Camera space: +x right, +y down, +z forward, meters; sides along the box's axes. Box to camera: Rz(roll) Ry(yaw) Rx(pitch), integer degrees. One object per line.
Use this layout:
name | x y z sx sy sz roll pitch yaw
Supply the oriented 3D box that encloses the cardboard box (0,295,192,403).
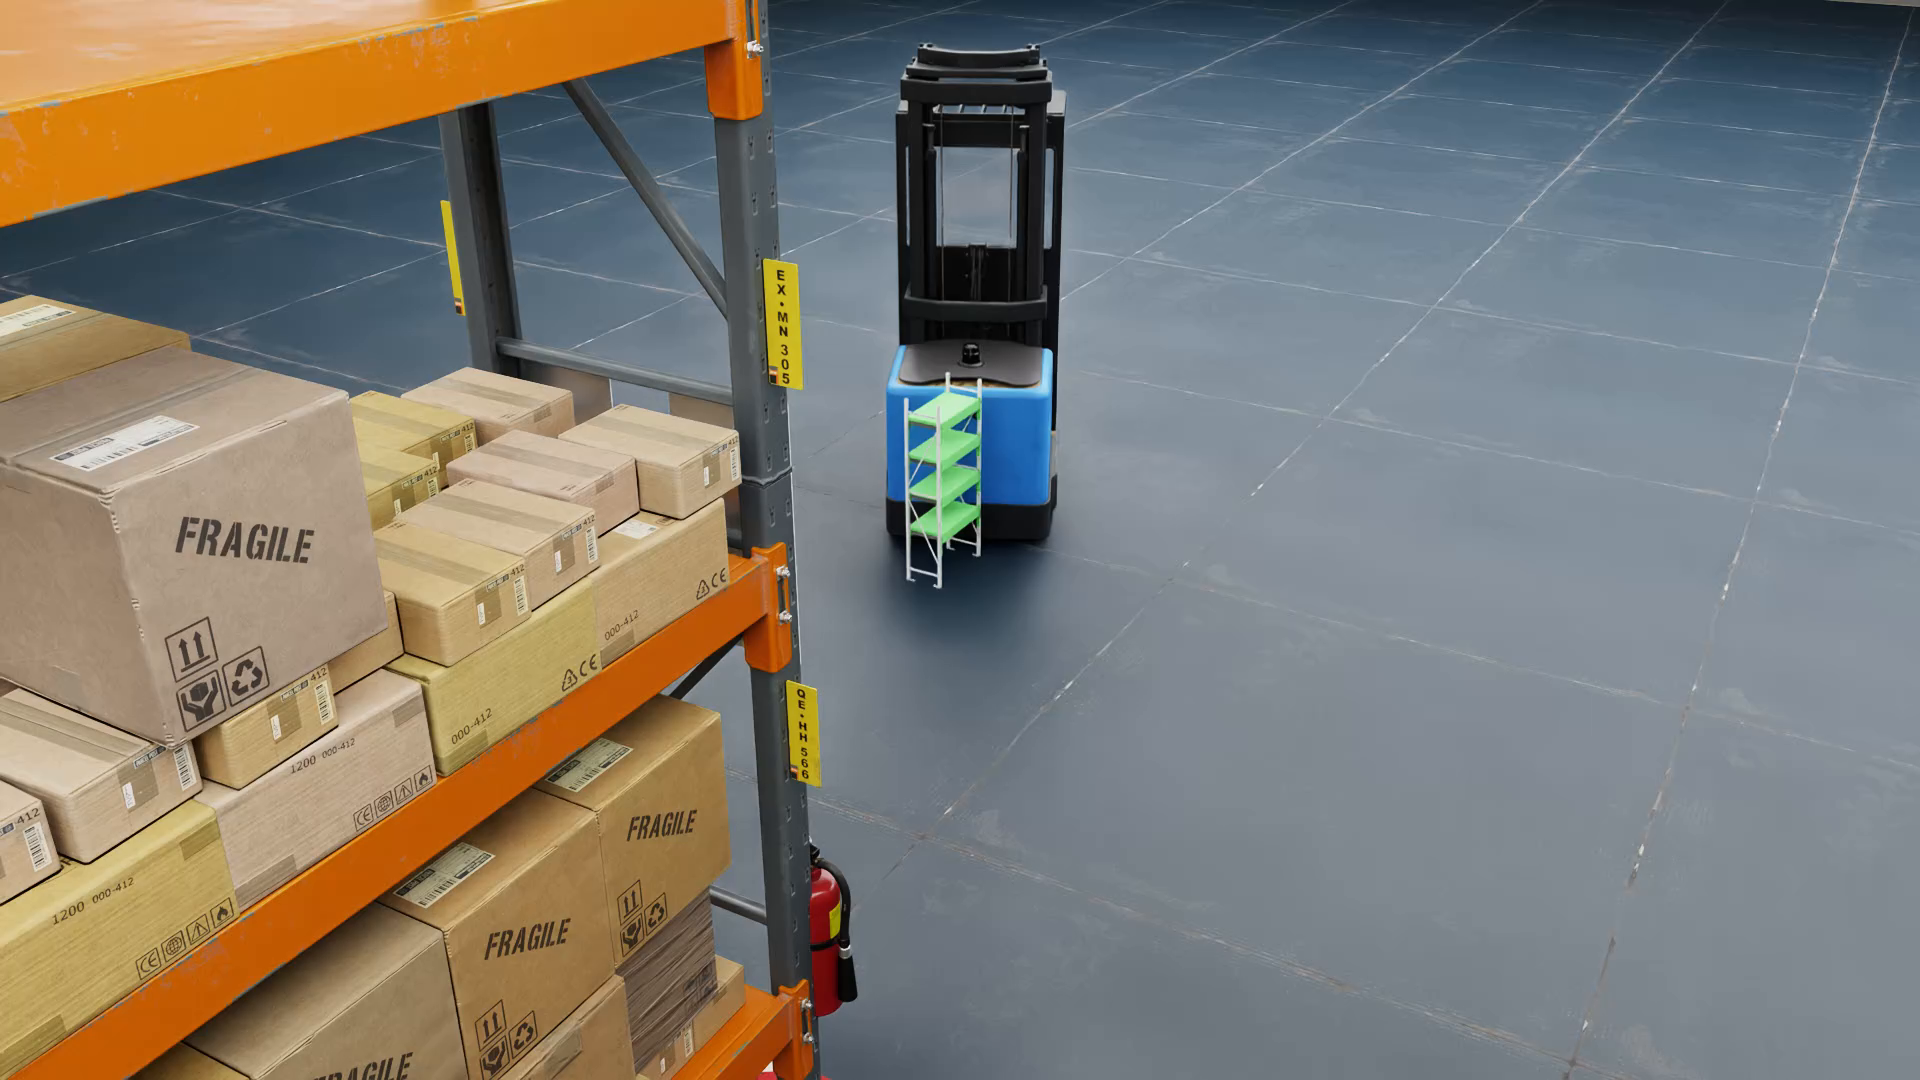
cardboard box | -1.877 -0.149 3.343 0.500 0.500 0.500 14 30 26

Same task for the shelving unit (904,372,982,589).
shelving unit | -0.099 -0.360 10.129 0.258 1.200 0.503 14 30 26

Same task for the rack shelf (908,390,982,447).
rack shelf | -0.099 -0.732 9.943 0.258 0.148 0.480 14 30 26

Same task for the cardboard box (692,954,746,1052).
cardboard box | -0.872 1.343 4.996 0.380 0.149 0.250 14 30 26

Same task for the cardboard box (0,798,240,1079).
cardboard box | -1.673 0.634 2.948 0.500 0.250 0.500 14 30 25

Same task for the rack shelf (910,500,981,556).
rack shelf | -0.099 -0.088 10.265 0.258 0.148 0.480 14 30 26

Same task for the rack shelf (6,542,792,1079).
rack shelf | -1.895 0.834 3.185 1.077 0.370 4.000 14 30 26

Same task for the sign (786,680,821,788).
sign | -0.438 0.546 4.663 0.100 0.325 0.005 14 30 26

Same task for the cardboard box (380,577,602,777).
cardboard box | -1.170 0.239 3.737 0.500 0.250 0.500 14 30 26

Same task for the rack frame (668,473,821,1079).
rack frame | -0.911 1.075 5.252 1.000 3.000 0.127 14 30 26

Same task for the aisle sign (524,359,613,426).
aisle sign | -1.142 -0.178 4.851 0.394 0.787 0.004 14 30 26

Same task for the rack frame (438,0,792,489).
rack frame | -0.911 -1.608 3.909 1.000 3.000 0.127 14 30 26

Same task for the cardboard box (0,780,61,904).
cardboard box | -1.745 0.498 2.776 0.380 0.149 0.250 15 30 27

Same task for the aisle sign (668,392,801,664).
aisle sign | -0.619 -0.046 4.587 0.394 0.787 0.004 14 30 26

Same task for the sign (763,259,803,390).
sign | -0.438 -0.533 4.123 0.100 0.325 0.005 14 30 26

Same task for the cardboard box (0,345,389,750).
cardboard box | -1.453 -0.008 3.062 0.500 0.500 0.500 14 30 26

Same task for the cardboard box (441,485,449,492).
cardboard box | -1.373 -0.069 4.353 0.500 0.250 0.500 15 30 28

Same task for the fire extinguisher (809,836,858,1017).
fire extinguisher | -0.454 1.166 5.156 0.296 0.674 0.183 14 30 26

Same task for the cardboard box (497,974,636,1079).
cardboard box | -1.347 1.326 4.305 0.875 0.500 0.500 14 30 26

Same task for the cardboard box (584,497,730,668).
cardboard box | -0.927 0.044 4.127 0.500 0.250 0.500 15 30 27

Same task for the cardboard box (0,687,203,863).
cardboard box | -1.598 0.401 2.969 0.380 0.149 0.250 13 29 24

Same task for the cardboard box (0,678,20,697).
cardboard box | -2.000 0.285 3.200 0.380 0.149 0.250 14 30 26

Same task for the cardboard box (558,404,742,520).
cardboard box | -0.776 -0.201 4.172 0.380 0.149 0.250 14 30 26

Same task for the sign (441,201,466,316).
sign | -1.384 -0.777 4.624 0.100 0.325 0.005 14 30 26

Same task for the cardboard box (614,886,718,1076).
cardboard box | -1.206 1.105 4.747 0.875 0.500 0.500 14 30 26

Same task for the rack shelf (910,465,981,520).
rack shelf | -0.099 -0.303 10.158 0.258 0.148 0.480 14 30 26

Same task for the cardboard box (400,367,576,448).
cardboard box | -1.248 -0.322 4.413 0.380 0.149 0.250 14 30 26

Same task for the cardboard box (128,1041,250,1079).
cardboard box | -1.709 1.302 3.237 0.500 0.500 0.500 14 30 26

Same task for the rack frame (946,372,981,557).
rack frame | 0.021 -0.455 10.319 0.240 1.200 0.015 14 30 26

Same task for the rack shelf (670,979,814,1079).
rack shelf | -1.895 2.176 3.856 1.077 0.370 4.000 14 30 26

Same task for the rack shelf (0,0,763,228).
rack shelf | -1.895 -0.505 2.514 1.077 0.370 4.000 14 30 26

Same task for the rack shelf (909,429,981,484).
rack shelf | -0.099 -0.518 10.050 0.258 0.148 0.480 14 30 26

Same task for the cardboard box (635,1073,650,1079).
cardboard box | -1.073 1.550 4.584 0.380 0.149 0.250 14 30 26

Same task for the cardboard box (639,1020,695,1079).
cardboard box | -0.995 1.441 4.802 0.380 0.149 0.250 14 30 26

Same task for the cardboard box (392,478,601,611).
cardboard box | -1.045 0.005 3.760 0.380 0.149 0.250 13 29 24

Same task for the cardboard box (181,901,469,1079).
cardboard box | -1.456 1.109 3.623 0.500 0.500 0.500 14 30 26

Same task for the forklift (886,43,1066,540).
forklift | 0.146 -1.937 11.344 1.130 2.935 3.031 2 27 4

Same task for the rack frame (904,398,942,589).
rack frame | -0.220 -0.265 9.939 0.240 1.200 0.015 14 30 26

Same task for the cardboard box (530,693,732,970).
cardboard box | -0.967 0.719 4.403 0.500 0.500 0.500 14 30 26

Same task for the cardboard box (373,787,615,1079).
cardboard box | -1.208 0.915 4.011 0.500 0.500 0.500 14 30 26

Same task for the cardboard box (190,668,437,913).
cardboard box | -1.430 0.437 3.342 0.500 0.250 0.500 15 30 27

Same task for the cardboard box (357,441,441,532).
cardboard box | -1.477 -0.116 4.002 0.380 0.149 0.250 14 30 25

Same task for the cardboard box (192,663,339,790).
cardboard box | -1.422 0.304 3.162 0.380 0.149 0.250 13 29 24

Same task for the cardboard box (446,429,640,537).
cardboard box | -1.006 -0.125 4.021 0.380 0.149 0.250 13 29 24

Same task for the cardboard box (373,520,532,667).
cardboard box | -1.148 0.108 3.554 0.380 0.149 0.250 14 30 26

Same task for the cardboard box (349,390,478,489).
cardboard box | -1.460 -0.242 4.253 0.380 0.149 0.250 15 30 27

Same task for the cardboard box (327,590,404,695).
cardboard box | -1.378 0.177 3.416 0.380 0.149 0.250 15 30 27
